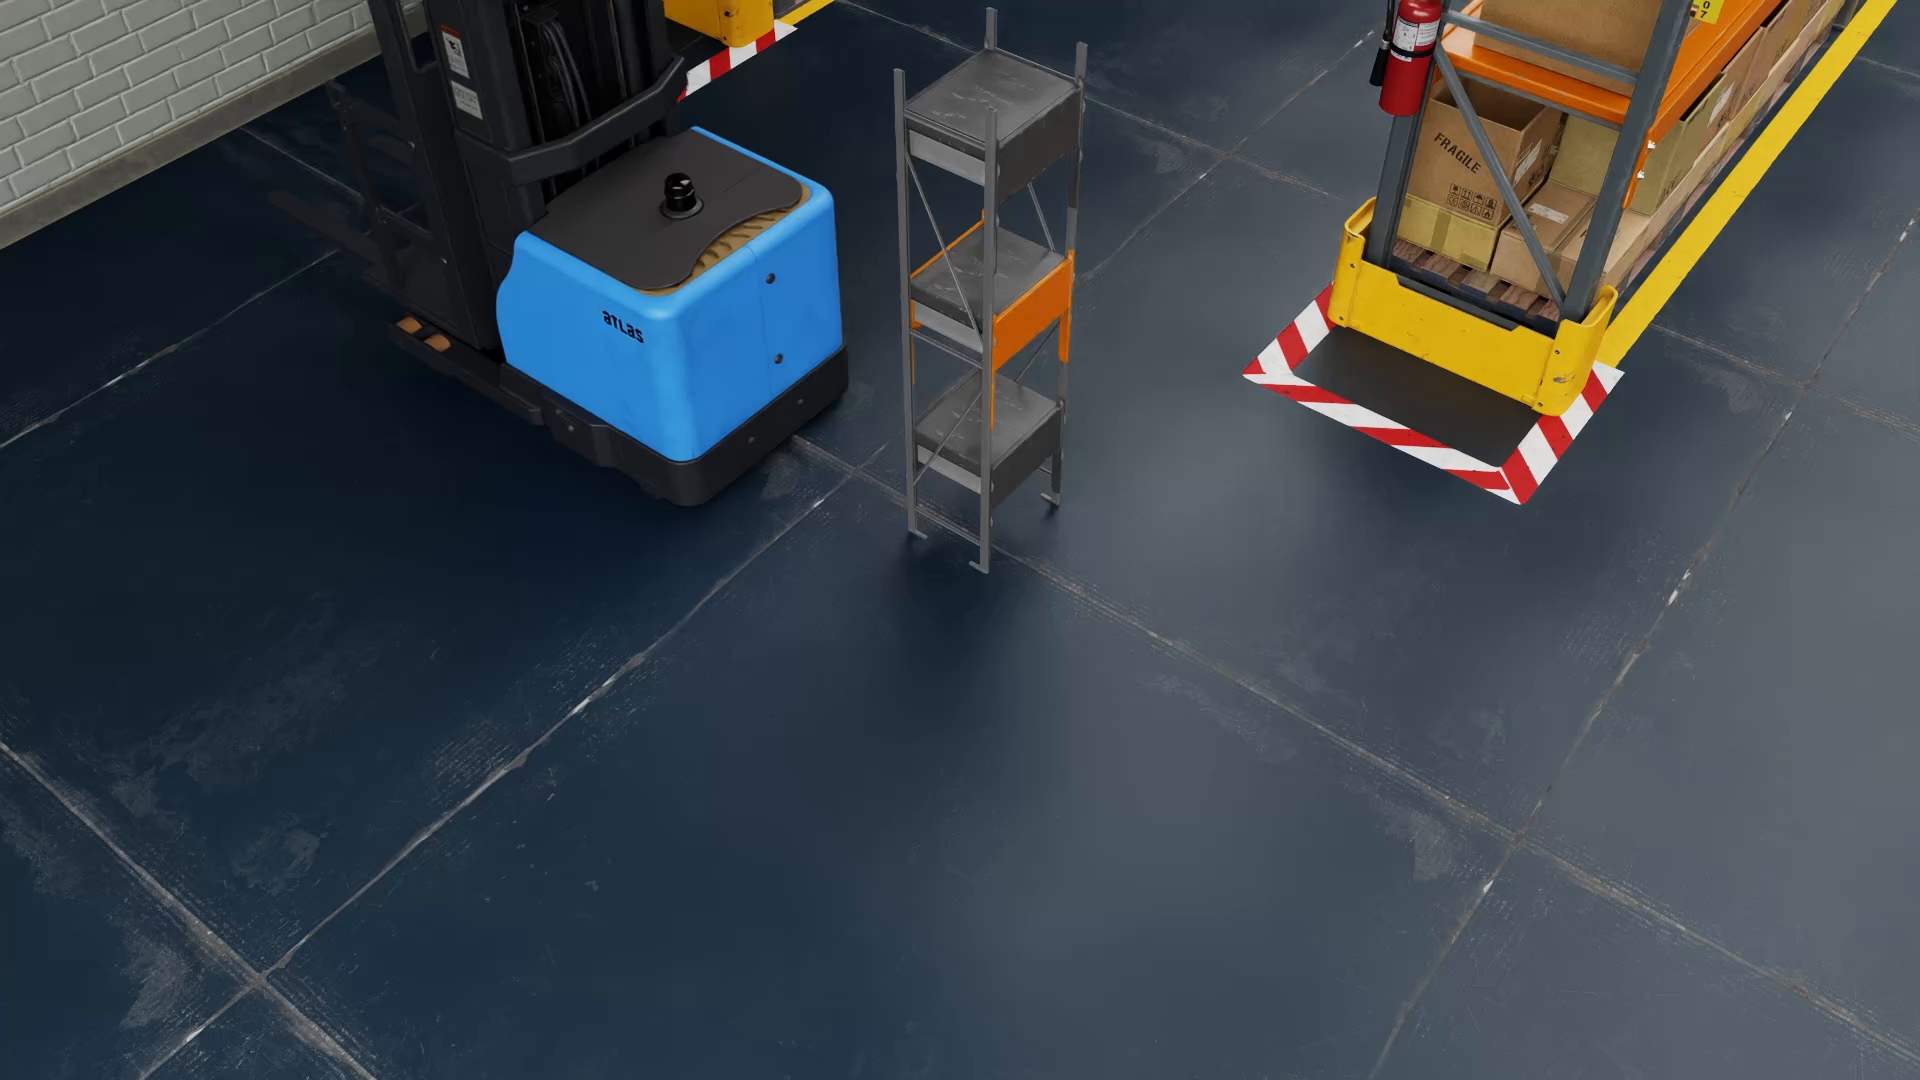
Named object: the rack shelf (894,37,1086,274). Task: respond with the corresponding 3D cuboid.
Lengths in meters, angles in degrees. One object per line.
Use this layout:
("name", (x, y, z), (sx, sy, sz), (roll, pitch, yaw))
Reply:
("rack shelf", (0.101, -1.294, 5.585), (0.431, 0.518, 0.480), (29, 53, 25))

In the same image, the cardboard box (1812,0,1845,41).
("cardboard box", (4.601, -3.050, 9.200), (0.500, 0.250, 0.500), (29, 53, 25))

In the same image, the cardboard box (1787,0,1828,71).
("cardboard box", (4.288, -2.768, 8.931), (0.500, 0.250, 0.500), (29, 53, 25))

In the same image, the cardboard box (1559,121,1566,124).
("cardboard box", (2.961, -2.139, 8.330), (0.500, 0.250, 0.500), (29, 53, 25))

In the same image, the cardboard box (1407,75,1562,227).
("cardboard box", (2.359, -1.820, 7.507), (0.500, 0.500, 0.500), (29, 53, 25))

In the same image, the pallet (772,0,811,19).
("pallet", (-1.085, -3.645, 10.086), (1.003, 0.211, 1.213), (29, 53, 25))

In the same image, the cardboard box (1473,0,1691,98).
("cardboard box", (2.562, -2.224, 6.731), (0.700, 0.500, 0.500), (29, 53, 25))

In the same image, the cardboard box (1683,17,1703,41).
("cardboard box", (2.879, -2.526, 7.020), (0.700, 0.500, 0.500), (31, 53, 26))

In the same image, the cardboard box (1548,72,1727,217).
("cardboard box", (3.075, -1.877, 7.562), (0.500, 0.500, 0.500), (29, 53, 25))

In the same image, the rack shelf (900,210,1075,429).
("rack shelf", (0.101, -0.811, 6.091), (0.431, 0.518, 0.480), (29, 53, 25))

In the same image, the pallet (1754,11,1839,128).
("pallet", (4.193, -2.817, 9.295), (1.003, 0.211, 1.213), (29, 53, 25))

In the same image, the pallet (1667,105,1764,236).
("pallet", (3.447, -2.116, 8.625), (1.003, 0.211, 1.213), (29, 53, 25))

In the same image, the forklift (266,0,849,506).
("forklift", (-1.960, -2.042, 6.674), (3.031, 2.935, 1.130), (30, 53, 25))

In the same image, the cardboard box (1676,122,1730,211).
("cardboard box", (3.379, -1.905, 8.107), (0.500, 0.250, 0.500), (29, 53, 25))

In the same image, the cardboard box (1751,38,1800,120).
("cardboard box", (3.994, -2.475, 8.651), (0.500, 0.250, 0.500), (29, 53, 25))

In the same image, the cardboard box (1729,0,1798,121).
("cardboard box", (3.690, -2.448, 8.106), (0.500, 0.500, 0.500), (29, 53, 25))

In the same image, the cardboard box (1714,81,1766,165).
("cardboard box", (3.689, -2.189, 8.378), (0.500, 0.250, 0.500), (29, 53, 25))

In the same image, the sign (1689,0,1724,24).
("sign", (2.702, -2.005, 5.938), (0.100, 0.325, 0.005), (29, 53, 25))

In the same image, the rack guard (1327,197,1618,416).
("rack guard", (2.252, -1.051, 7.408), (1.175, 0.500, 0.348), (29, 53, 25))

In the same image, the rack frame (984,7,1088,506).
("rack frame", (0.250, -0.960, 6.215), (0.400, 2.100, 0.015), (29, 53, 25))

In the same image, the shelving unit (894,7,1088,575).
("shelving unit", (0.101, -0.820, 6.081), (0.431, 2.100, 0.503), (29, 53, 25))

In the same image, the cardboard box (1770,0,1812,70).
("cardboard box", (3.984, -2.740, 8.386), (0.500, 0.500, 0.500), (29, 53, 25))

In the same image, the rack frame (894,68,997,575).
("rack frame", (-0.048, -0.680, 5.948), (0.400, 2.100, 0.015), (29, 53, 25))

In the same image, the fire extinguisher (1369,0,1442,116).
("fire extinguisher", (1.827, -2.039, 6.677), (0.296, 0.674, 0.183), (29, 53, 25))

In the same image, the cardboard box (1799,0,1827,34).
("cardboard box", (4.287, -3.028, 8.661), (0.500, 0.500, 0.500), (29, 53, 25))

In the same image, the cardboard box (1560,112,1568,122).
("cardboard box", (2.959, -2.399, 8.060), (0.500, 0.500, 0.500), (29, 53, 25))

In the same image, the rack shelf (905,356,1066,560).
("rack shelf", (0.101, -0.327, 6.597), (0.431, 0.518, 0.480), (29, 53, 25))

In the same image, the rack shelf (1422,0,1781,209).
("rack shelf", (3.489, -2.824, 7.870), (1.077, 0.370, 4.000), (29, 53, 25))

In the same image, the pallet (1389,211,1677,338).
("pallet", (2.701, -1.421, 7.961), (1.003, 0.211, 1.213), (29, 53, 25))

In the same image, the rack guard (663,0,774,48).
("rack guard", (-1.609, -3.296, 9.552), (1.175, 0.500, 0.348), (29, 53, 25))

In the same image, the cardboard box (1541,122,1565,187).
("cardboard box", (2.657, -1.852, 8.056), (0.500, 0.250, 0.500), (29, 53, 25))

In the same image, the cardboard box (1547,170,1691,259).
("cardboard box", (3.073, -1.619, 7.833), (0.500, 0.250, 0.500), (29, 53, 25))

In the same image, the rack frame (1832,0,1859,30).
("rack frame", (4.712, -4.217, 8.703), (1.000, 3.000, 0.127), (29, 53, 25))

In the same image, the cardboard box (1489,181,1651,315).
("cardboard box", (2.770, -1.331, 7.559), (0.500, 0.250, 0.500), (29, 53, 25))

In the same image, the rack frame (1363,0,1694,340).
("rack frame", (2.266, -1.928, 6.517), (1.000, 3.000, 0.127), (29, 53, 25))

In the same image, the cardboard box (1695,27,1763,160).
("cardboard box", (3.370, -2.169, 7.840), (0.500, 0.500, 0.500), (29, 53, 25))

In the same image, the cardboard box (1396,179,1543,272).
("cardboard box", (2.361, -1.560, 7.777), (0.500, 0.250, 0.500), (29, 53, 25))
